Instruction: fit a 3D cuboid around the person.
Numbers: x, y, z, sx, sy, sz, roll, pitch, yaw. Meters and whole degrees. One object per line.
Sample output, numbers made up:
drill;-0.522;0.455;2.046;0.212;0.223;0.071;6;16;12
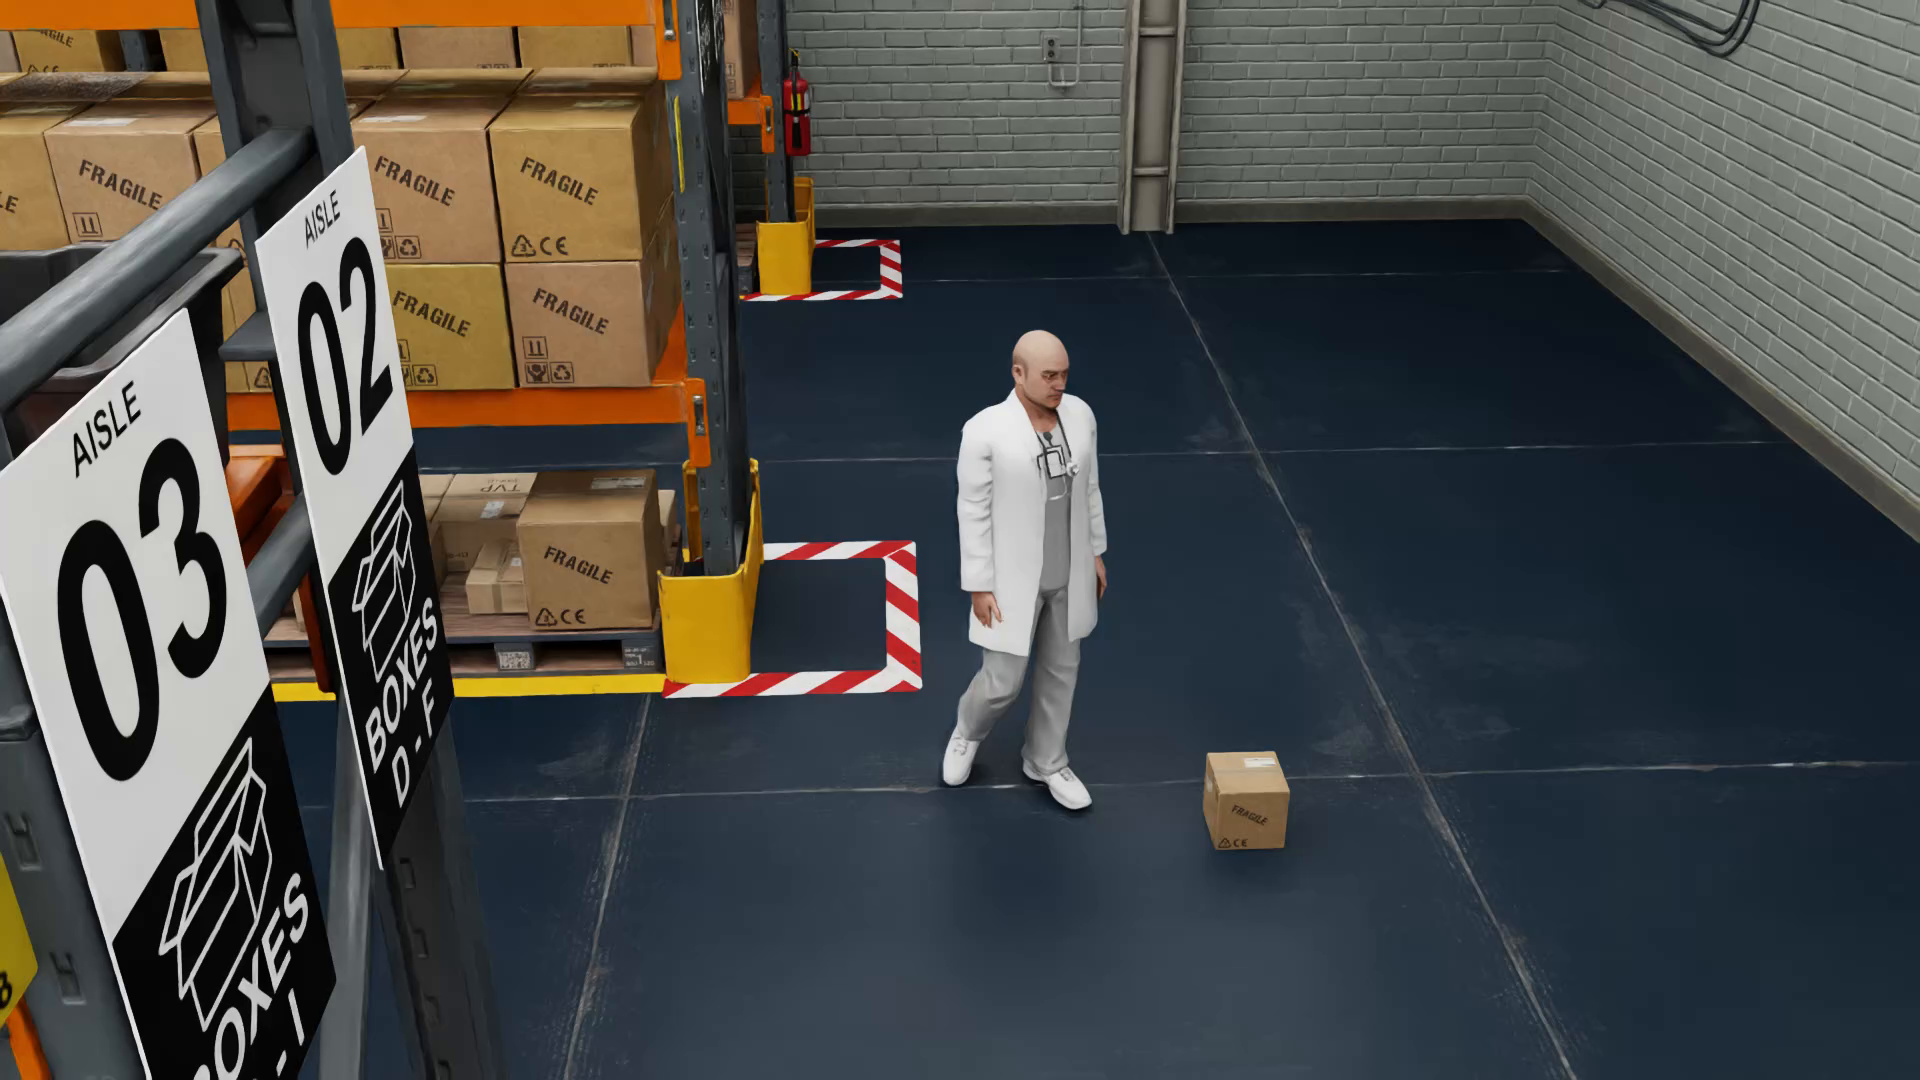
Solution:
person;0.259;0.109;5.899;0.622;1.778;0.602;-14;30;-25
